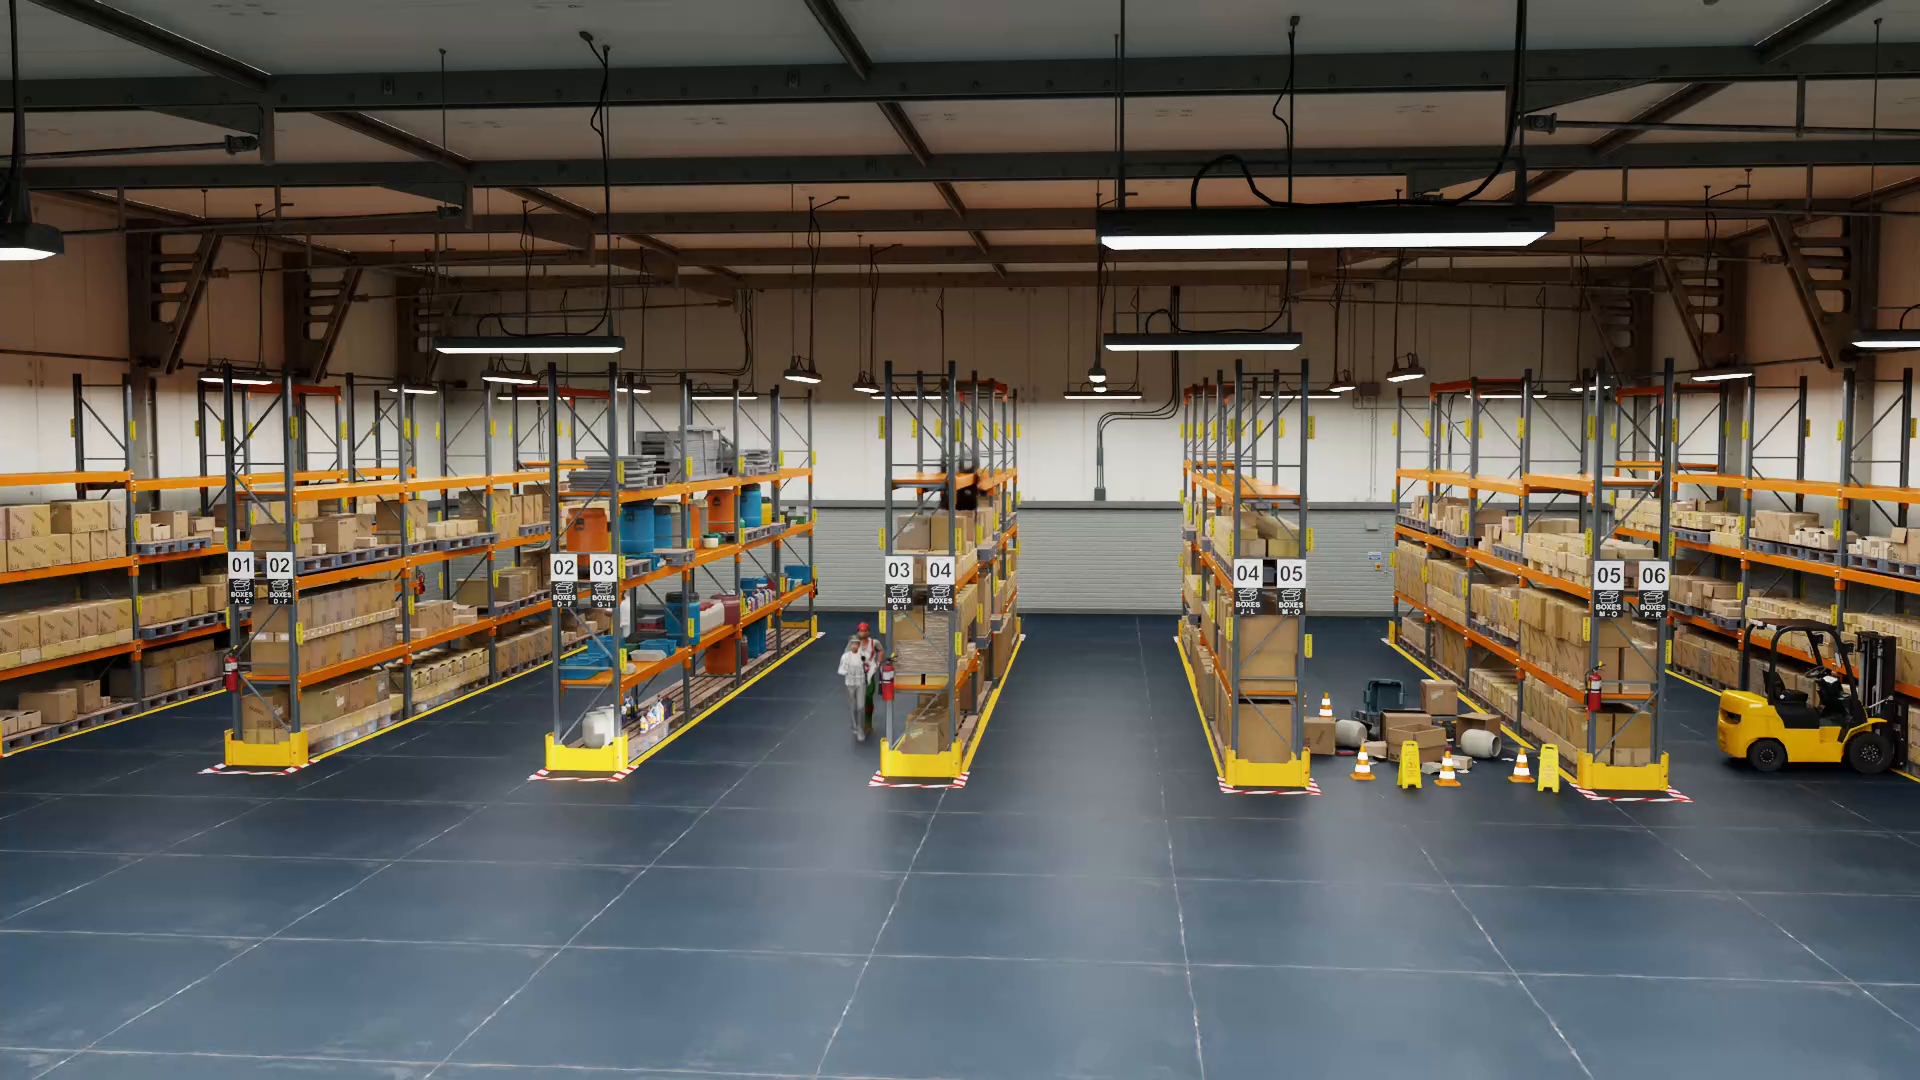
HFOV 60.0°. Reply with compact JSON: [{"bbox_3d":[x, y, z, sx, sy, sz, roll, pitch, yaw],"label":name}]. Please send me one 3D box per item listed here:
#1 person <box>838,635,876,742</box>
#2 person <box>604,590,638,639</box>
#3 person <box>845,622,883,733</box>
[{"bbox_3d":[-1.677,2.395,26.962,0.590,1.740,0.726,0,4,6],"label":"person"},{"bbox_3d":[-7.092,1.814,34.814,0.684,1.809,0.802,0,4,-7],"label":"person"},{"bbox_3d":[-1.623,2.291,27.828,0.633,1.839,0.764,0,4,3],"label":"person"}]
